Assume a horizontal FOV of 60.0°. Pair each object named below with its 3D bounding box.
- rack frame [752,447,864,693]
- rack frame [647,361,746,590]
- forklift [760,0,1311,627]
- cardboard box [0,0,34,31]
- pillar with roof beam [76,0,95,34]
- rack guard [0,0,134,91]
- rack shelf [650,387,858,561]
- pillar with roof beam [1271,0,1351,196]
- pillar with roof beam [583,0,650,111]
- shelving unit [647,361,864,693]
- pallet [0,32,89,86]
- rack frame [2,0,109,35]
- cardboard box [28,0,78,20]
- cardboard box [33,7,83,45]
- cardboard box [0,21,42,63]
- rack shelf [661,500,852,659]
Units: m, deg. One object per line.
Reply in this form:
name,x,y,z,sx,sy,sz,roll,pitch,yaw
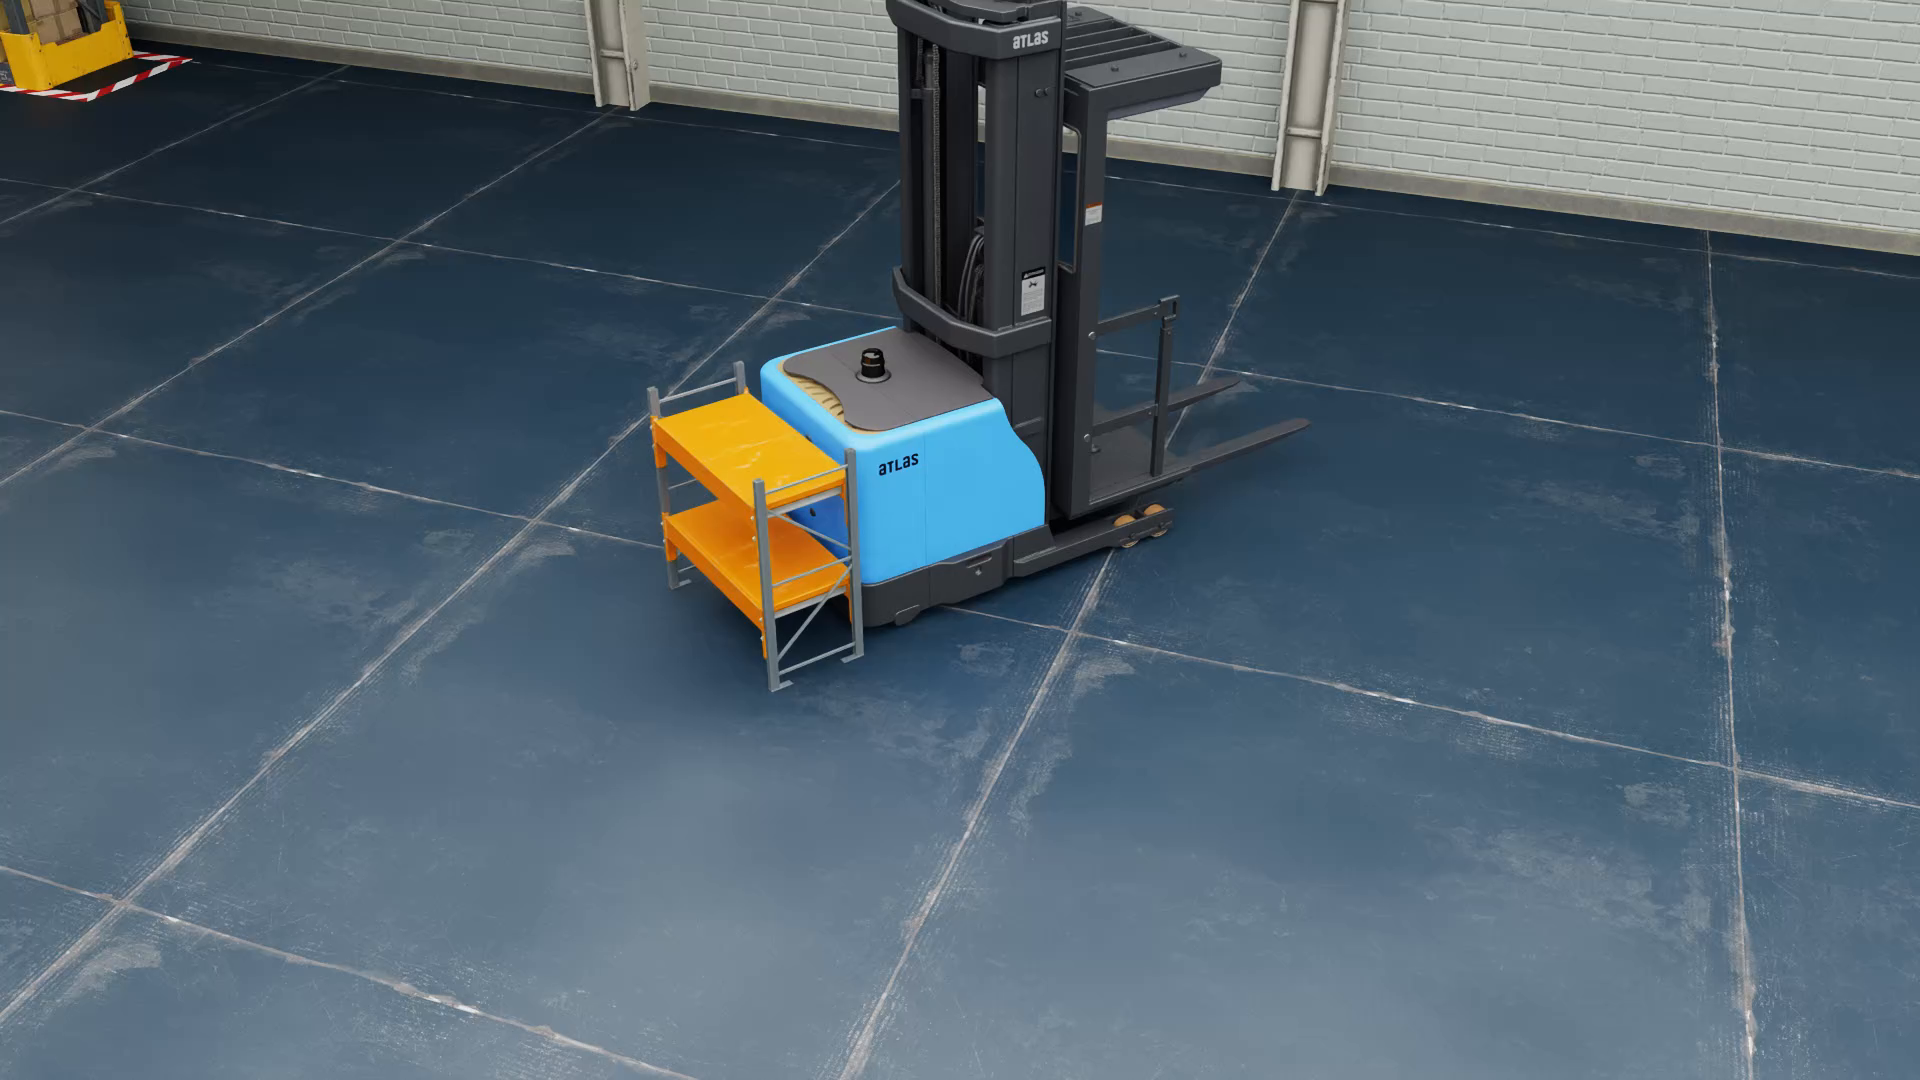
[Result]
rack frame,-0.670,0.147,7.486,0.500,1.125,0.032,-21,38,-29
rack frame,-1.251,-0.306,8.187,0.500,1.125,0.032,-21,38,-29
forklift,0.525,-1.414,8.238,3.031,2.935,1.130,-19,38,-27
cardboard box,-8.841,-4.808,15.118,0.500,0.250,0.500,11,34,16
pillar with roof beam,-10.081,-6.557,10.610,0.400,9.000,9.100,11,34,16
rack guard,-8.255,-4.593,15.402,0.348,0.500,1.175,11,34,16
rack shelf,-0.961,-0.326,7.678,0.538,0.278,1.000,-21,38,-29
pillar with roof beam,1.215,-4.361,7.208,0.400,9.000,9.100,11,34,16
pillar with roof beam,-4.433,-5.459,8.909,0.400,9.000,9.100,11,34,16
shelving unit,-0.961,-0.080,7.836,0.538,1.125,1.048,-21,38,-29
pallet,-9.012,-4.594,15.671,1.213,0.211,1.003,11,34,16
rack frame,-8.278,-5.647,14.731,0.127,3.000,1.000,11,34,16
cardboard box,-8.650,-5.071,15.525,0.500,0.250,0.500,12,35,17
cardboard box,-8.674,-4.858,15.657,0.500,0.250,0.500,11,34,17
cardboard box,-8.826,-4.593,15.246,0.500,0.250,0.500,11,35,17
rack shelf,-0.961,0.126,7.969,0.538,0.278,1.000,-21,38,-29
